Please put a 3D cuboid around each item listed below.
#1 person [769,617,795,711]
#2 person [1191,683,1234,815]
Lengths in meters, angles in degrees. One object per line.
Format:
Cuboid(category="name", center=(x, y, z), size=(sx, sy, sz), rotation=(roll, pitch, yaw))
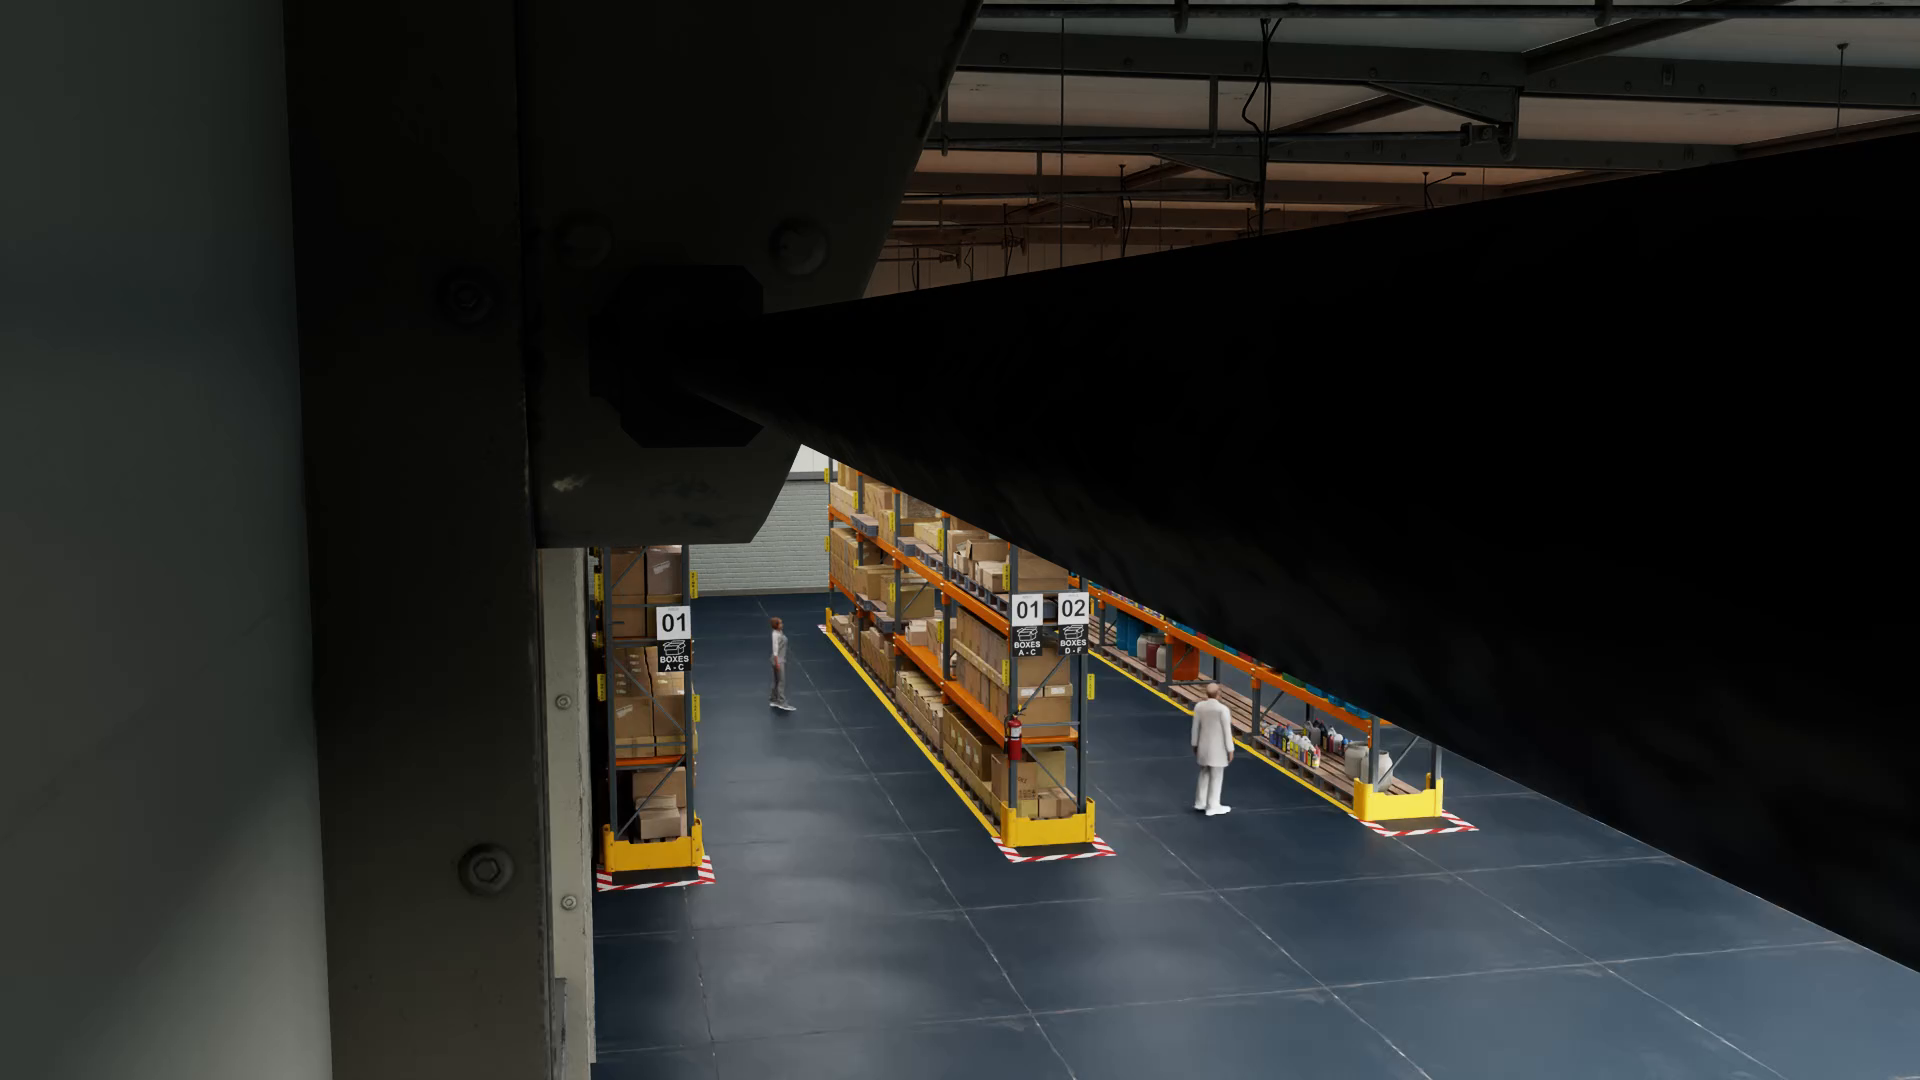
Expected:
Cuboid(category="person", center=(-3.089, 2.127, 28.803), size=(0.462, 1.616, 0.436), rotation=(0, 7, -2))
Cuboid(category="person", center=(3.444, 2.818, 22.397), size=(0.667, 1.827, 0.447), rotation=(7, 9, 44))
